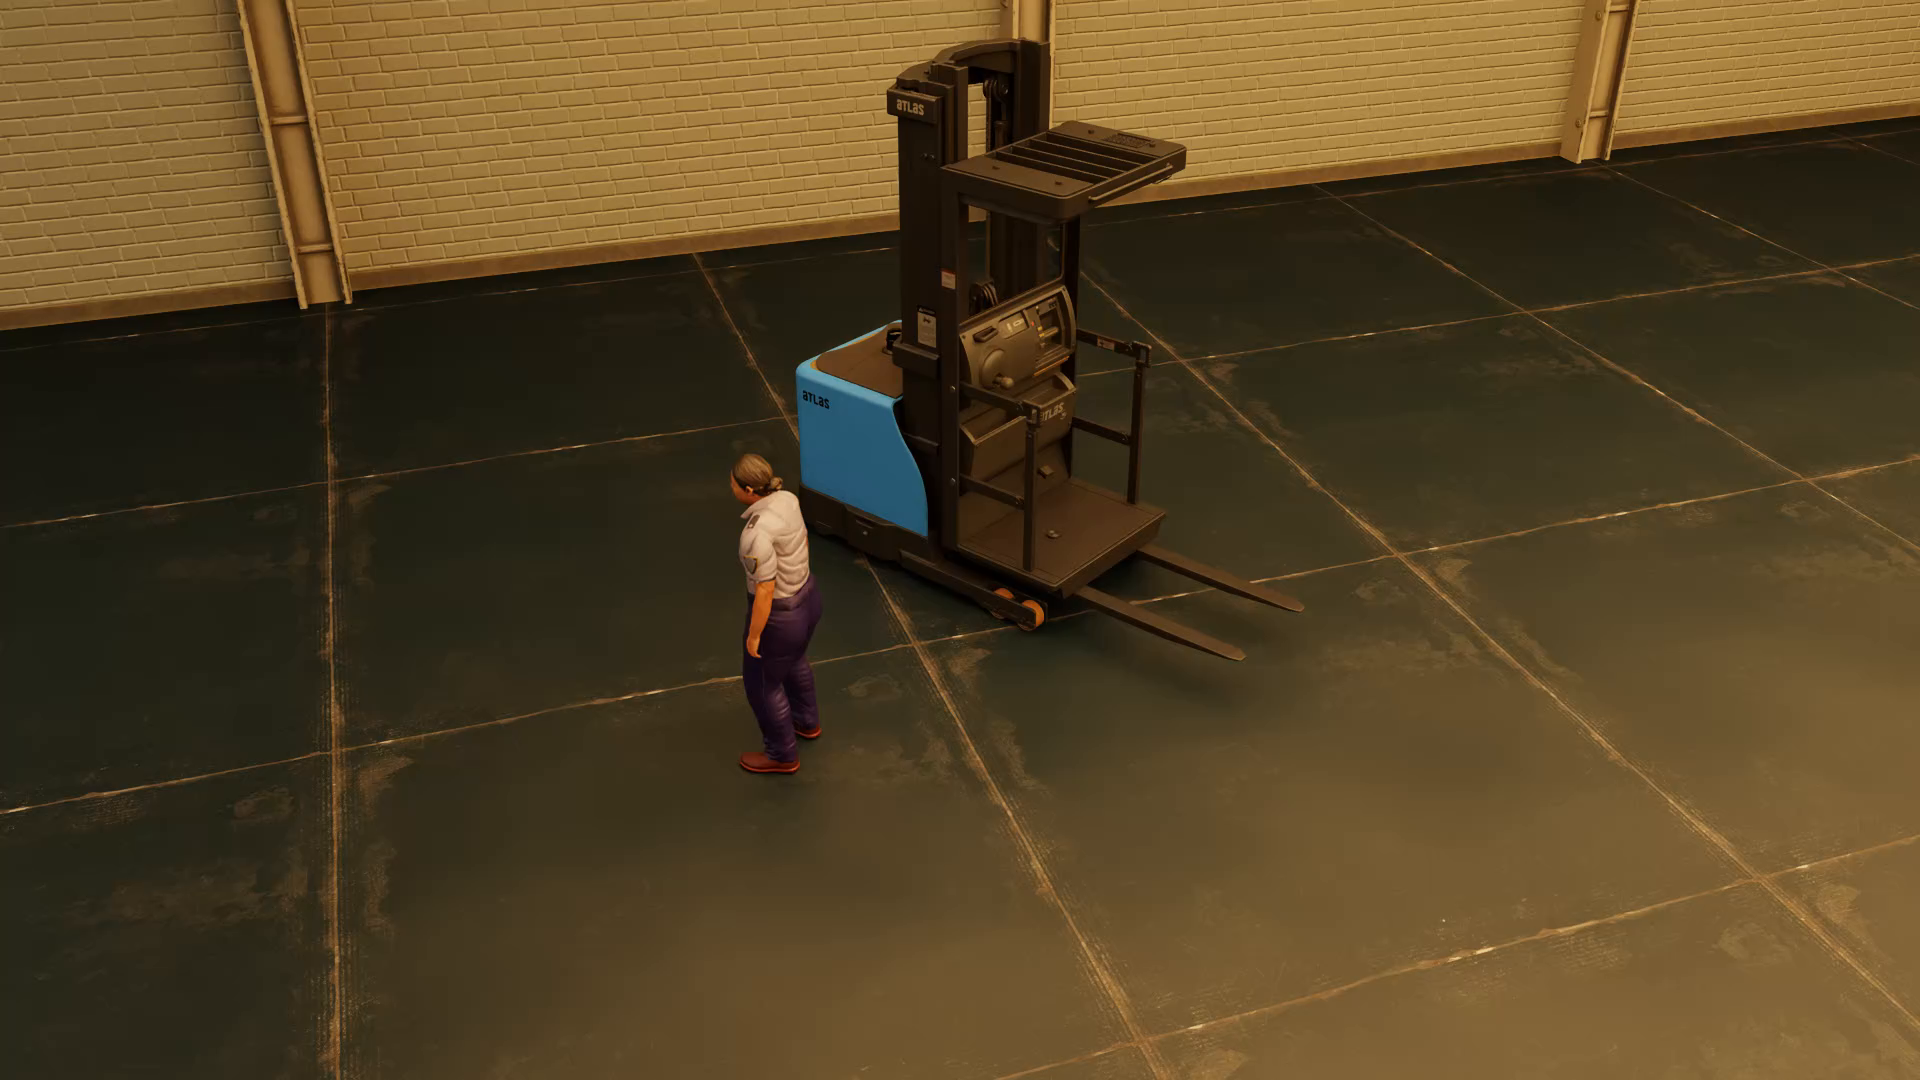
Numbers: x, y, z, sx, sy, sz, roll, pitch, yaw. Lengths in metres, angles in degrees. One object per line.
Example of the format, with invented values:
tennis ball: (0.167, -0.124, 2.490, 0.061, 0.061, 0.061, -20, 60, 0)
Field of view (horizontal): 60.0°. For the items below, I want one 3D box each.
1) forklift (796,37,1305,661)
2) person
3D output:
forklift: (0.484, -1.070, 8.946, 3.031, 2.935, 1.130, 23, 37, 34)
person: (-0.853, 0.332, 7.797, 0.369, 1.650, 0.556, 9, 31, 16)
